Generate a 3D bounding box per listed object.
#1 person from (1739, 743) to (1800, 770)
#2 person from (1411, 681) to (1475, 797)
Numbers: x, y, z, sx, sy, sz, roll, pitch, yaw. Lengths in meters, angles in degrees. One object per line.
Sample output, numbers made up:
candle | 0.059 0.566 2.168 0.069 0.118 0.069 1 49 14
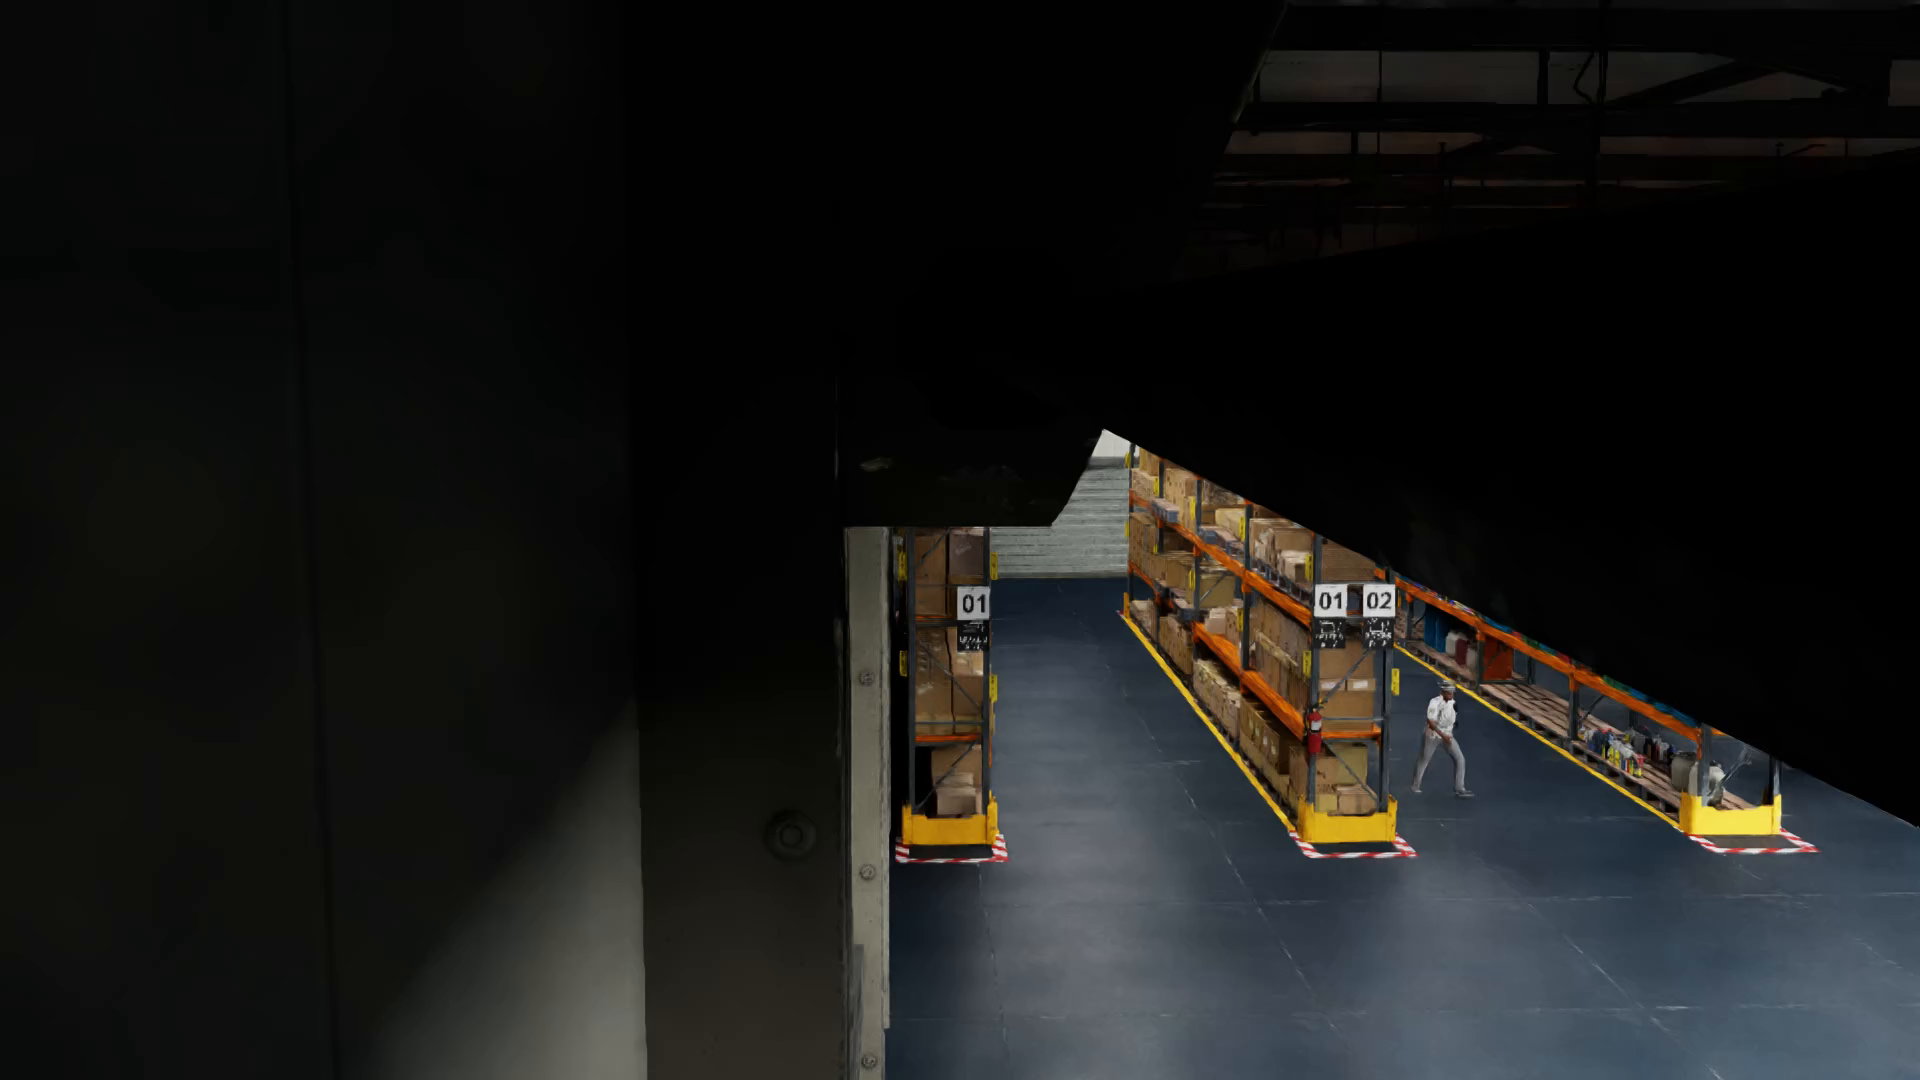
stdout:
person | 11.671 2.437 23.845 0.694 1.705 0.840 -3 8 -19
person | 6.503 2.656 22.492 0.616 1.615 0.776 -3 8 -22
